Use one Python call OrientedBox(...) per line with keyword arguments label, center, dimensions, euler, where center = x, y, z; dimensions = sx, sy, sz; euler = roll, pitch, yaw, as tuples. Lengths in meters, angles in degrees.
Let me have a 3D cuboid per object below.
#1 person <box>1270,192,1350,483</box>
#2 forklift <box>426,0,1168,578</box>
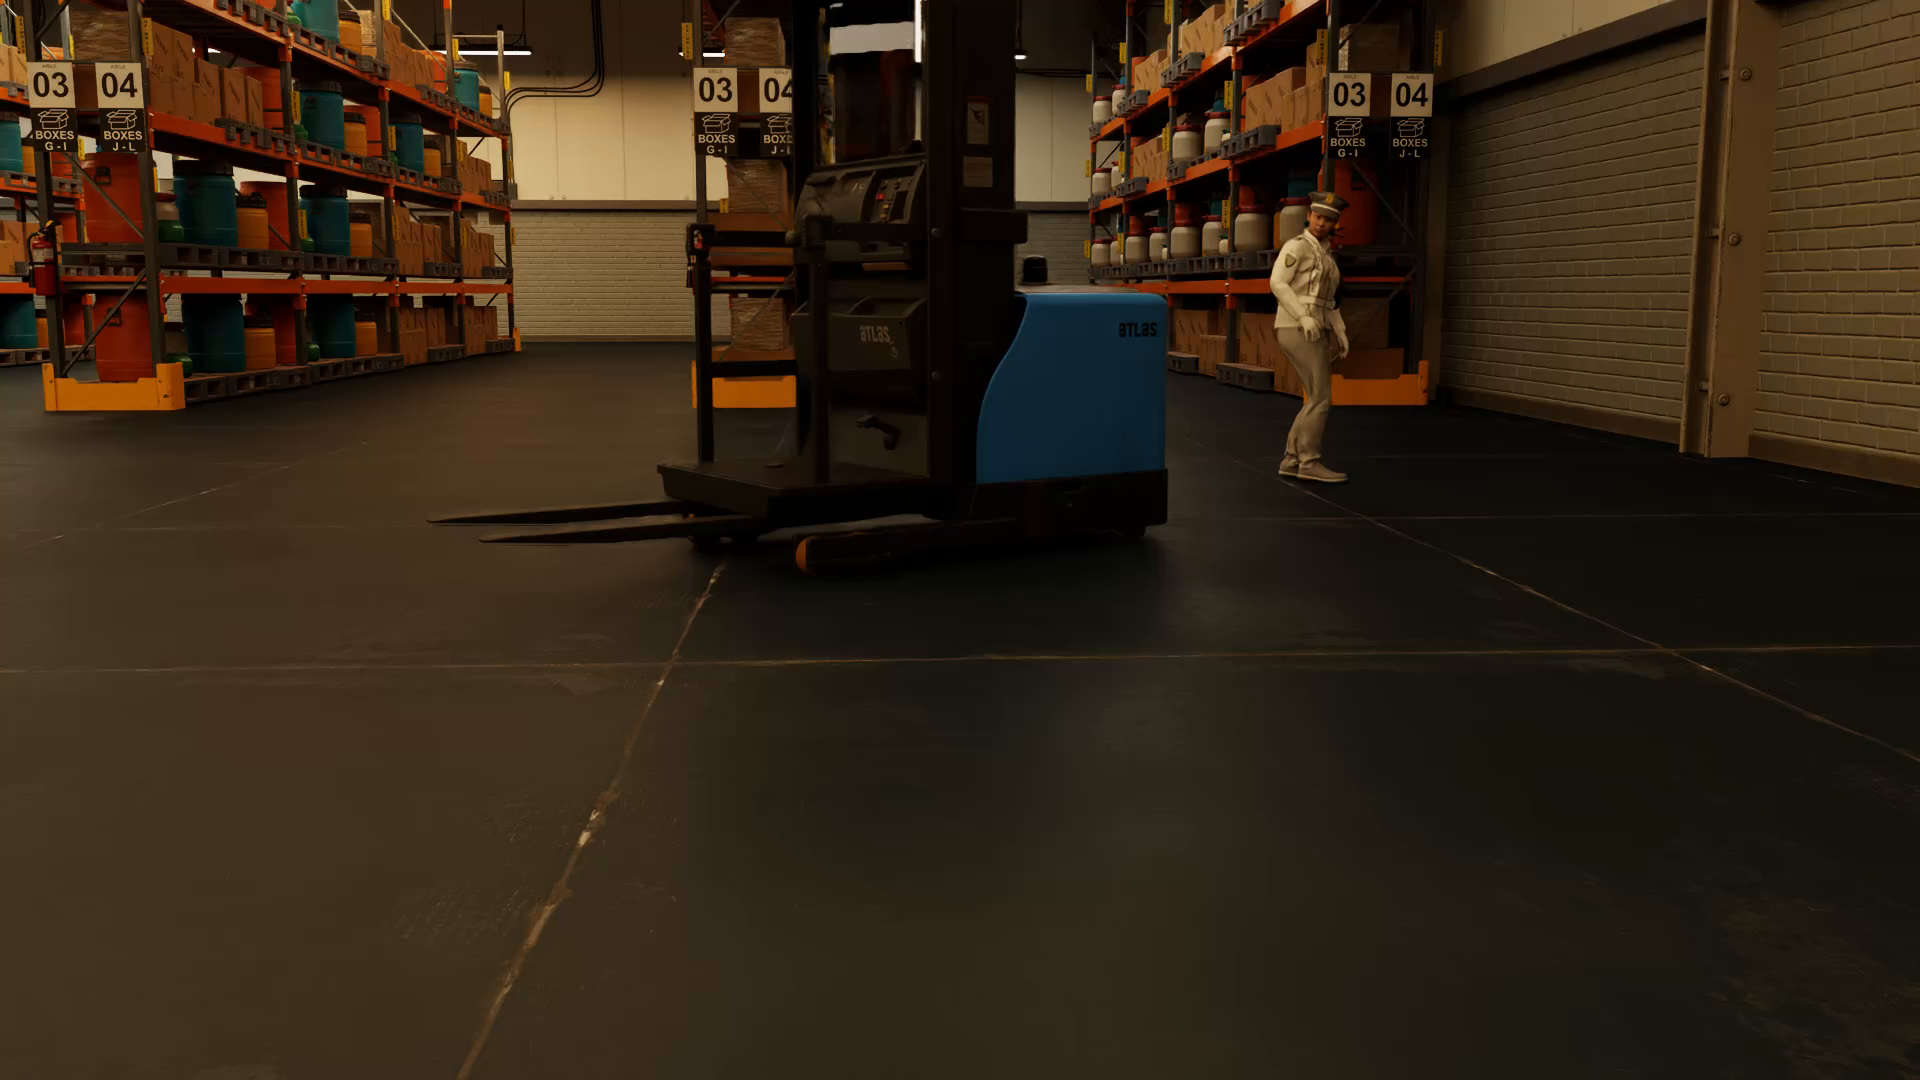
OrientedBox(label="person", center=(2.072, -1.167, 9.596), dimensions=(0.470, 1.649, 0.686), euler=(5, 10, 28))
OrientedBox(label="forklift", center=(-0.589, -1.392, 6.702), dimensions=(3.031, 2.935, 1.130), euler=(-6, 10, -34))
